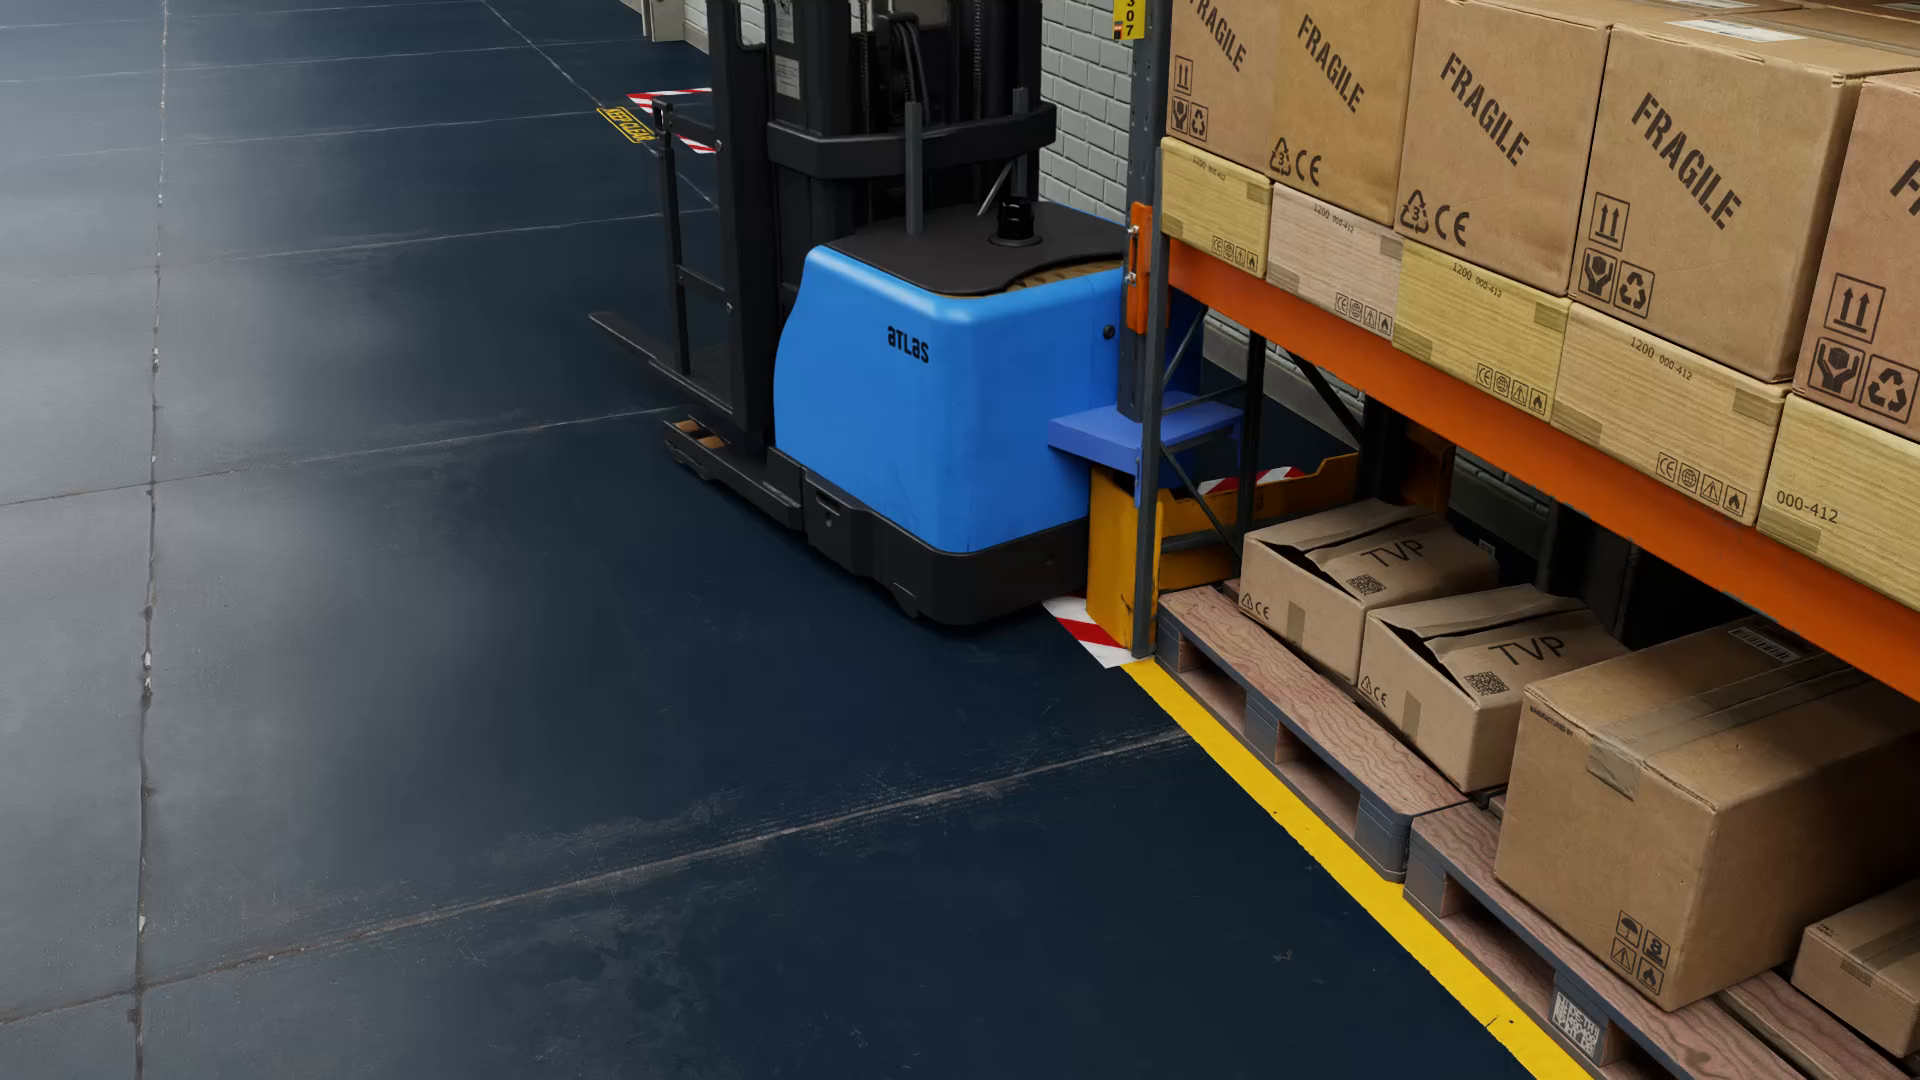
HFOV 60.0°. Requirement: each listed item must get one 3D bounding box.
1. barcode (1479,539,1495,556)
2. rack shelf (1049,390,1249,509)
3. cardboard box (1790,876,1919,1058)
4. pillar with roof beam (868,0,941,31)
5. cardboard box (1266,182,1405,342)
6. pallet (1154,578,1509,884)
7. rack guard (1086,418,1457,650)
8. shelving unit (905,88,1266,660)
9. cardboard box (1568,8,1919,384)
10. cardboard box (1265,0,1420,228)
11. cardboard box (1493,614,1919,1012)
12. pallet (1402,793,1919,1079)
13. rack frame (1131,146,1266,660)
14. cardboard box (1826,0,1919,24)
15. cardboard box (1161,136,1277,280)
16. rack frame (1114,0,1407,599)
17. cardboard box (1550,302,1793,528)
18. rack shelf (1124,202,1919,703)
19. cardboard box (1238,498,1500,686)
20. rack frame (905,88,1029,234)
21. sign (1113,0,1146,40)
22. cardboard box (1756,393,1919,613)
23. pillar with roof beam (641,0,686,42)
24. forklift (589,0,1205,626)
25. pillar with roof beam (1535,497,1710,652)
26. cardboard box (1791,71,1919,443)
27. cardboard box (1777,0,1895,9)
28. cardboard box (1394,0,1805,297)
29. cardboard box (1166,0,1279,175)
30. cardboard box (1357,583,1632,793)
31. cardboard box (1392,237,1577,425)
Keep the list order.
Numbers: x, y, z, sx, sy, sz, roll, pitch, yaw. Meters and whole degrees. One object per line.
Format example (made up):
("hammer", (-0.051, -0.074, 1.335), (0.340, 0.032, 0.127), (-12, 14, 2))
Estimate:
("barcode", (1.519, 0.039, 4.803), (0.001, 0.075, 0.075), (-11, 28, -21))
("rack shelf", (0.366, -0.387, 5.223), (0.538, 0.185, 1.000), (-19, 30, -38))
("cardboard box", (1.914, 0.849, 3.341), (0.380, 0.149, 0.250), (-13, 29, -25))
("pillar with roof beam", (-4.285, -5.445, 6.645), (9.100, 9.000, 0.400), (-11, 28, -21))
("cardboard box", (1.071, -0.683, 3.879), (0.500, 0.250, 0.500), (-11, 28, -22))
("pallet", (1.271, 0.417, 4.655), (1.003, 0.211, 1.213), (-11, 28, -21))
("rack guard", (0.986, -0.047, 5.276), (1.175, 0.500, 0.348), (-11, 28, -21))
("shelving unit", (0.366, -0.553, 5.153), (0.538, 1.500, 1.048), (-19, 30, -38))
("cardboard box", (1.460, -0.617, 2.889), (0.500, 0.500, 0.500), (-10, 28, -19))
("cardboard box", (1.051, -1.033, 3.741), (0.500, 0.500, 0.500), (-10, 28, -20))
("cardboard box", (1.609, 0.555, 3.543), (0.700, 0.500, 0.500), (-12, 29, -24))
("pallet", (1.745, 0.909, 3.648), (1.003, 0.211, 1.213), (-11, 28, -21))
("rack frame", (0.708, -0.404, 4.806), (0.500, 1.500, 0.032), (-19, 30, -38))
("cardboard box", (1.928, -0.709, 3.077), (0.500, 0.500, 0.500), (-10, 28, -20))
("cardboard box", (0.855, -0.891, 4.303), (0.500, 0.250, 0.500), (-11, 28, -22))
("rack frame", (0.956, -1.200, 4.790), (1.000, 3.000, 0.127), (-11, 28, -21))
("cardboard box", (1.461, -0.272, 3.037), (0.500, 0.250, 0.500), (-10, 28, -20))
("rack shelf", (1.739, -0.070, 3.294), (1.077, 0.370, 4.000), (-11, 28, -21))
("cardboard box", (1.144, 0.105, 4.680), (0.500, 0.311, 0.500), (-14, 29, -26))
("rack frame", (0.025, -0.701, 5.499), (0.500, 1.500, 0.032), (-19, 30, -38))
("sign", (0.457, -1.496, 4.409), (0.100, 0.325, 0.005), (-11, 28, -21))
("cardboard box", (1.659, -0.069, 2.621), (0.500, 0.250, 0.500), (-11, 28, -21))
("pillar with roof beam", (-6.635, -7.867, 11.606), (9.100, 9.000, 0.400), (-11, 28, -21))
("forklift", (-0.475, -1.647, 5.783), (1.130, 2.935, 3.031), (-17, 31, -31))
("pillar with roof beam", (-1.935, -3.023, 1.684), (9.100, 9.000, 0.400), (-11, 28, -21))
("cardboard box", (1.665, -0.408, 2.459), (0.500, 0.500, 0.500), (-11, 28, -22))
("cardboard box", (1.731, -0.912, 3.493), (0.500, 0.500, 0.500), (-11, 28, -22))
("cardboard box", (1.247, -0.824, 3.312), (0.500, 0.500, 0.500), (-12, 28, -22))
("cardboard box", (0.866, -1.235, 4.153), (0.500, 0.500, 0.500), (-11, 28, -21))
("cardboard box", (1.367, 0.335, 4.208), (0.500, 0.311, 0.500), (-8, 27, -16))
("cardboard box", (1.265, -0.477, 3.456), (0.500, 0.250, 0.500), (-11, 28, -21))
